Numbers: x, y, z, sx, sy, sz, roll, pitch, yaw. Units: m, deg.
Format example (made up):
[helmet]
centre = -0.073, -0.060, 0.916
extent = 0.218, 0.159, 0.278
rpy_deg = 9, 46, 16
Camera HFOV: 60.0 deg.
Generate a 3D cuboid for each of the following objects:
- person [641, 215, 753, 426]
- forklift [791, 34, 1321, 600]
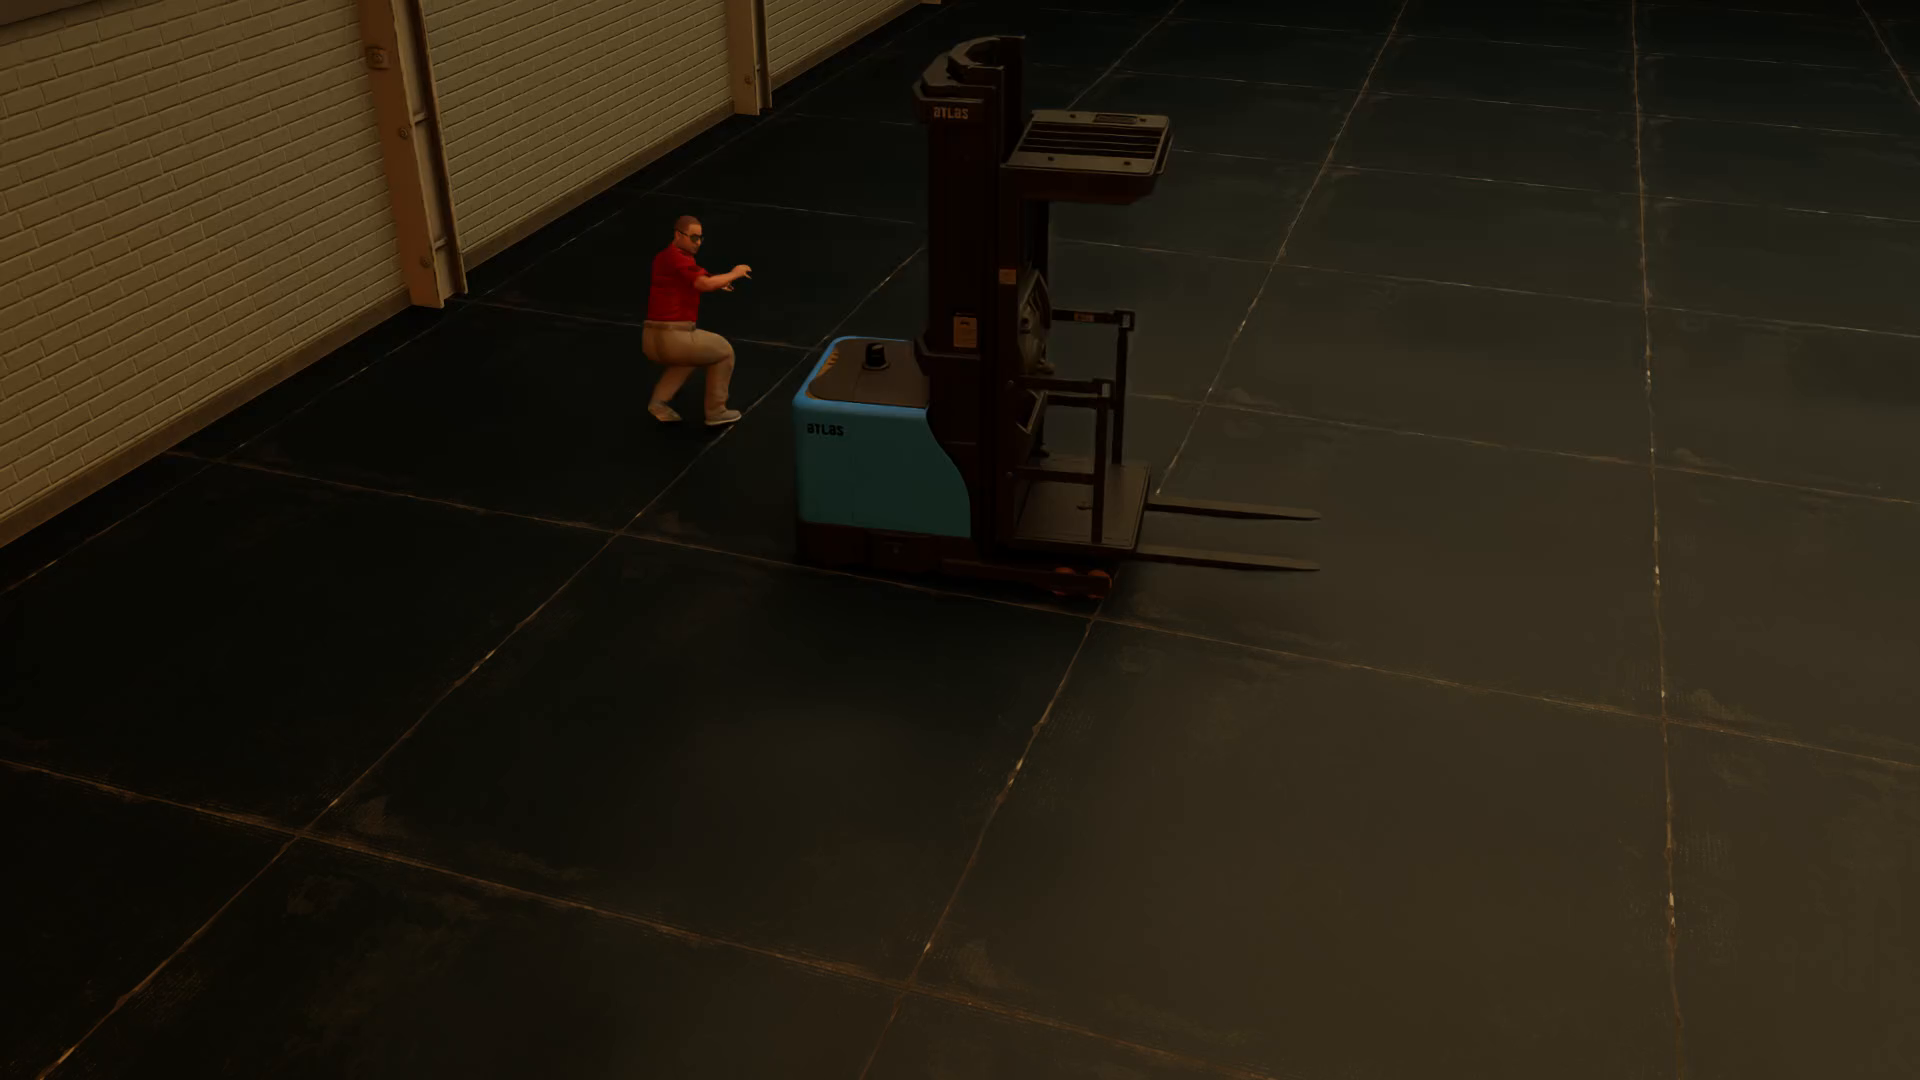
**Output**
[person]
centre = -1.717, -1.481, 11.266
extent = 0.790, 1.478, 0.967
rpy_deg = 24, 37, 35
[forklift]
centre = 0.603, -1.219, 9.276
extent = 3.031, 2.935, 1.130
rpy_deg = 6, 30, 10
